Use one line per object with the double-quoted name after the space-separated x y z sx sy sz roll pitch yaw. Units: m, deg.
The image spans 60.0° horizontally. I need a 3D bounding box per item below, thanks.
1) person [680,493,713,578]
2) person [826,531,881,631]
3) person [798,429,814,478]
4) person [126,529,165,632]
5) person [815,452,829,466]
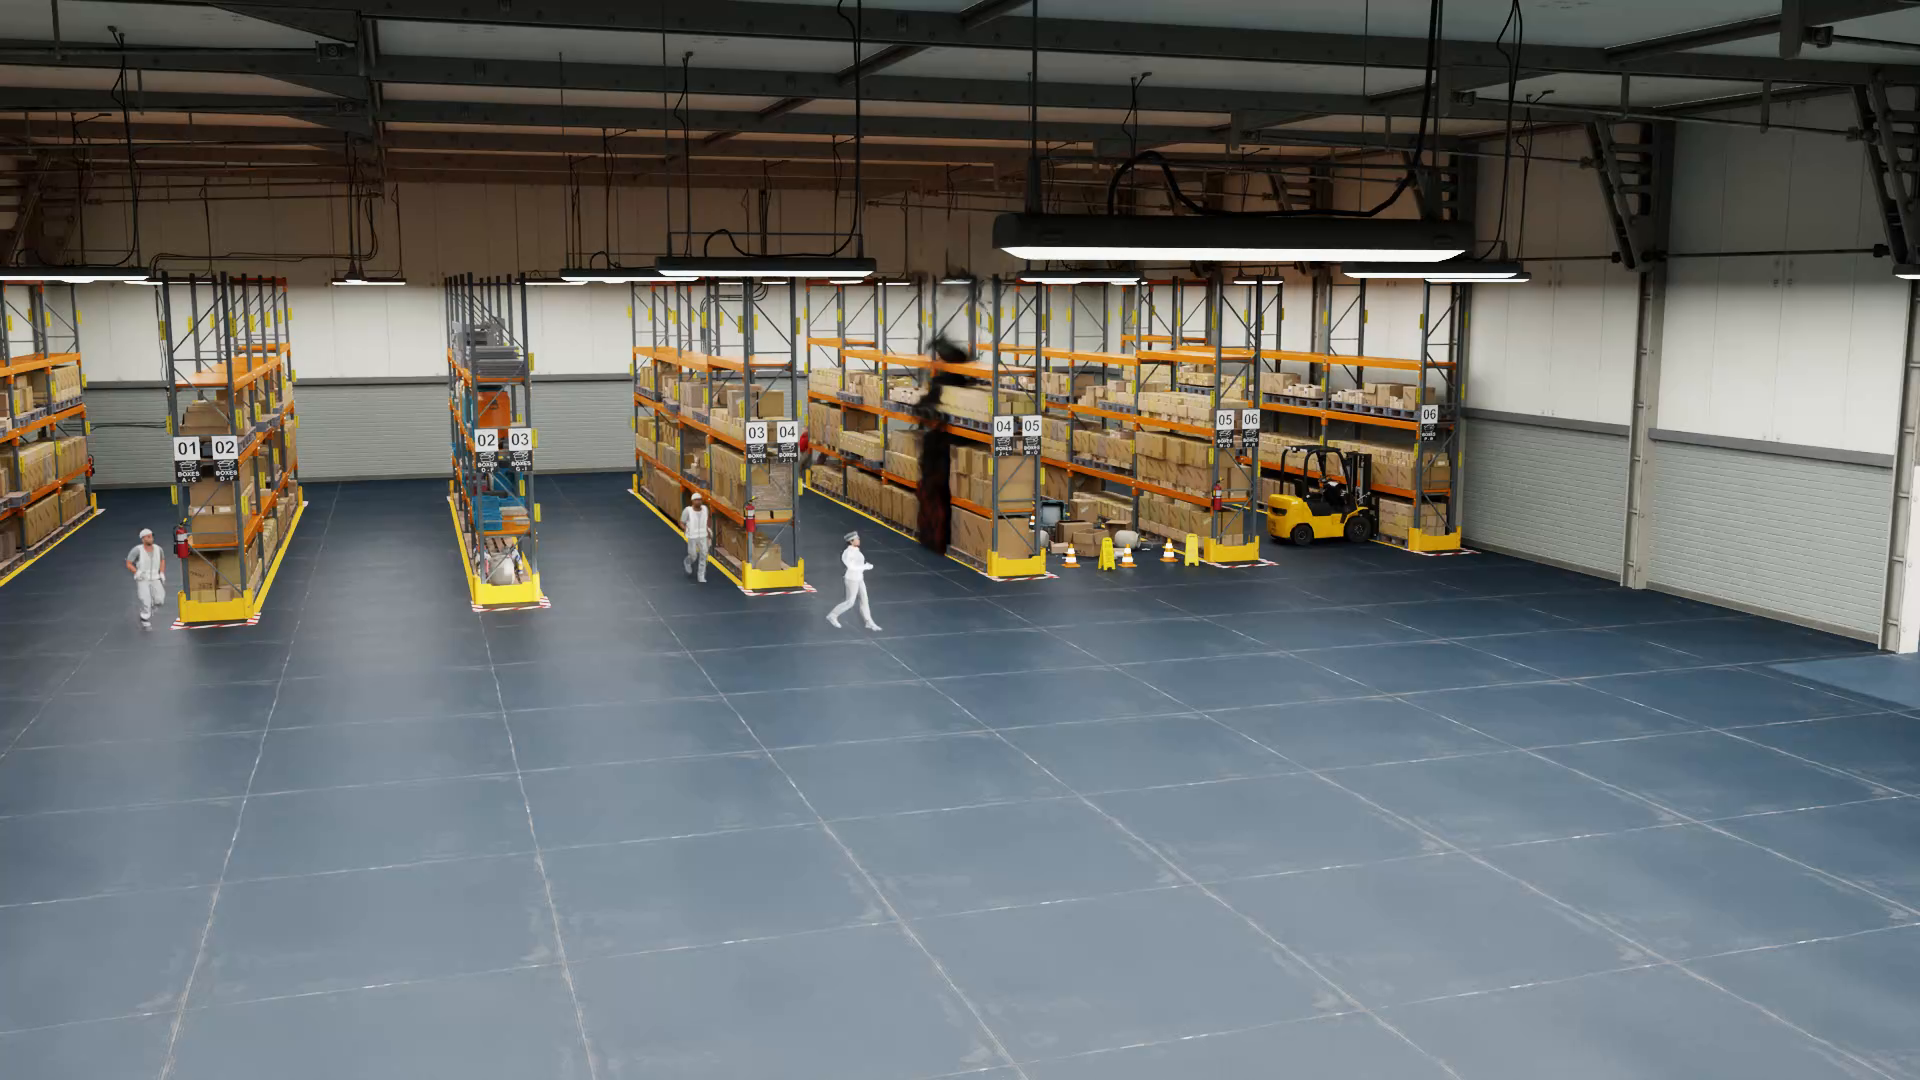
-5.125 -0.082 32.597 0.671 1.687 0.538 -4 10 -26 "person"
-1.780 0.686 27.816 0.920 1.695 0.612 1 9 8 "person"
-4.575 -2.539 49.662 0.867 1.592 0.703 -4 9 -22 "person"
-13.620 0.675 27.945 0.591 1.739 0.681 7 11 38 "person"
-4.119 -2.609 49.760 0.929 1.667 0.676 -2 9 -15 "person"
